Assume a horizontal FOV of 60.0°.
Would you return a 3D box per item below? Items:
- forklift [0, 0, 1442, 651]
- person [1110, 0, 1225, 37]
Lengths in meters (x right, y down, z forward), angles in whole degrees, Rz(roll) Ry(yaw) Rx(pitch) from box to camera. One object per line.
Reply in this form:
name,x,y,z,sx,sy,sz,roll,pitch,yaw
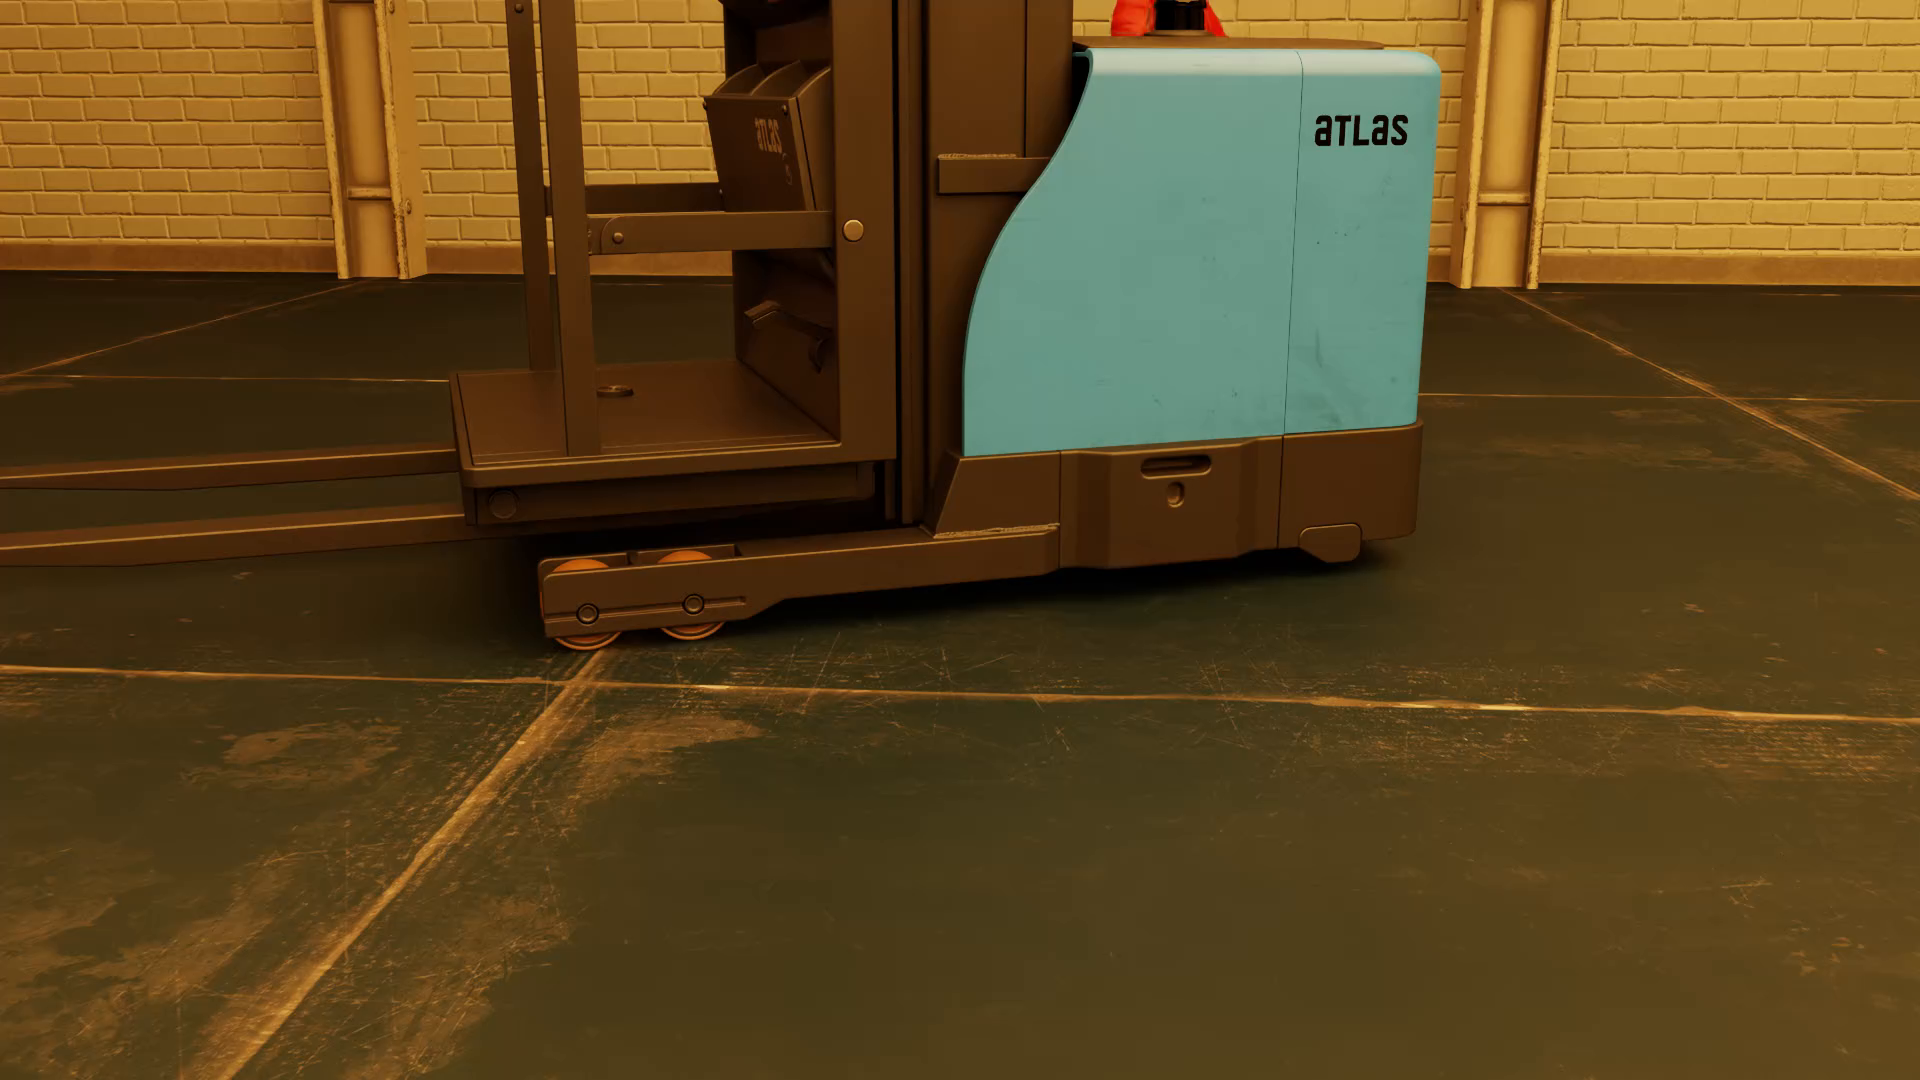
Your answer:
forklift,-0.580,-1.366,3.251,3.031,2.935,1.130,-5,16,-17
person,0.764,-1.294,5.541,0.583,1.627,0.947,8,17,27
